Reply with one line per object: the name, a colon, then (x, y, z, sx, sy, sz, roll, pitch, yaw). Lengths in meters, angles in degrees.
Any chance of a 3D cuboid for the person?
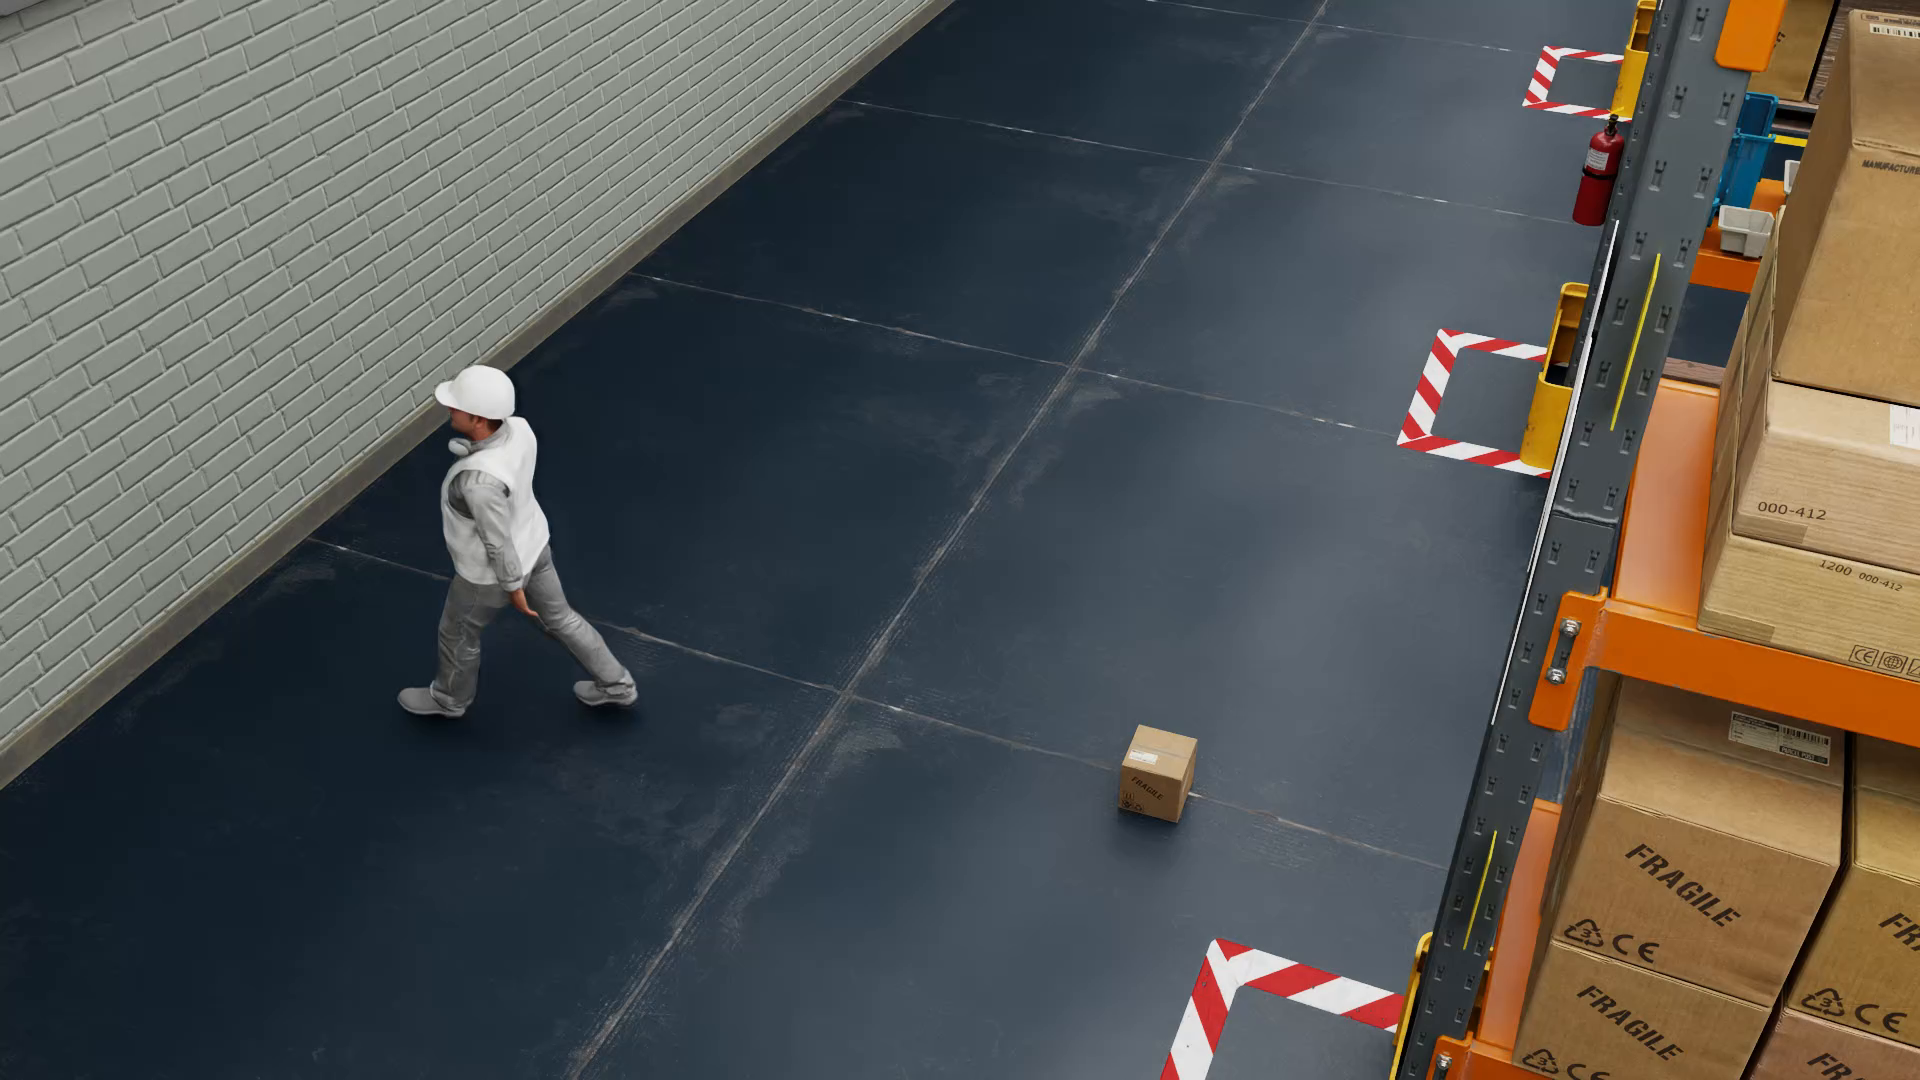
person: (-1.907, 0.027, 6.763, 1.033, 1.722, 0.542, 7, 38, 9)
